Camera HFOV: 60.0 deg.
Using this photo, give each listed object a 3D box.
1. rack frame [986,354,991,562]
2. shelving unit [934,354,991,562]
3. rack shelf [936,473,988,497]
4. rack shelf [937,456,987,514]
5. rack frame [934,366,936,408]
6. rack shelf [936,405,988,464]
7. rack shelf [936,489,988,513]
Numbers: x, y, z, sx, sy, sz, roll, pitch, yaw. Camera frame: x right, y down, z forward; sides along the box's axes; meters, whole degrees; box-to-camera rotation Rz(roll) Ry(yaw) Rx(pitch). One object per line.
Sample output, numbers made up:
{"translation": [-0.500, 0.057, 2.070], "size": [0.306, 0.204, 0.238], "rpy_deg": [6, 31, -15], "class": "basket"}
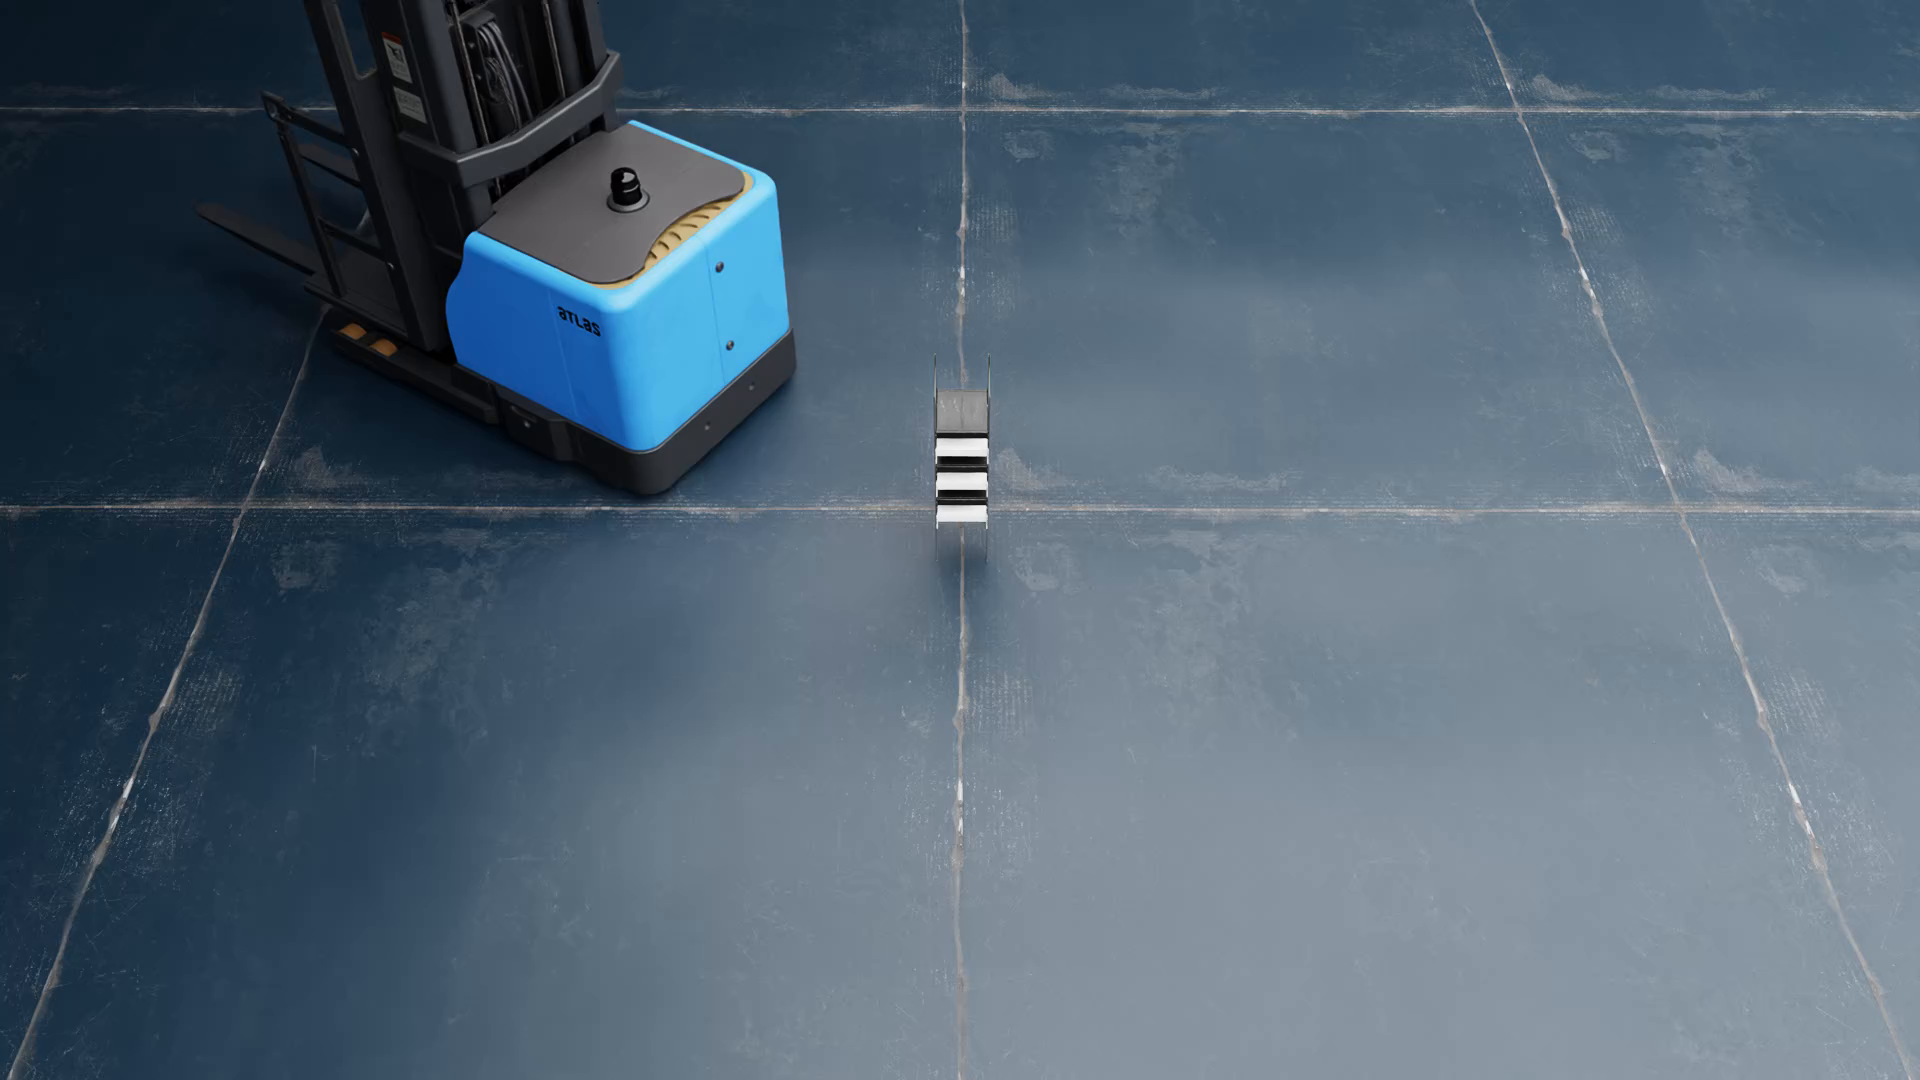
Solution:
{"translation": [0.110, -0.306, 6.501], "size": [0.006, 0.900, 0.240], "rpy_deg": [0, 47, 0], "class": "rack frame"}
{"translation": [0.009, -0.307, 6.501], "size": [0.208, 0.900, 0.258], "rpy_deg": [0, 47, 0], "class": "shelving unit"}
{"translation": [0.008, -0.284, 6.526], "size": [0.200, 0.077, 0.258], "rpy_deg": [0, 47, 0], "class": "rack shelf"}
{"translation": [0.008, -0.272, 6.538], "size": [0.190, 0.281, 0.221], "rpy_deg": [0, 47, 0], "class": "rack shelf"}
{"translation": [-0.094, -0.306, 6.501], "size": [0.003, 0.785, 0.228], "rpy_deg": [0, 47, 0], "class": "rack frame"}
{"translation": [0.008, -0.406, 6.394], "size": [0.200, 0.077, 0.258], "rpy_deg": [0, 47, 0], "class": "rack shelf"}
{"translation": [0.008, -0.223, 6.592], "size": [0.200, 0.077, 0.258], "rpy_deg": [0, 47, 0], "class": "rack shelf"}
